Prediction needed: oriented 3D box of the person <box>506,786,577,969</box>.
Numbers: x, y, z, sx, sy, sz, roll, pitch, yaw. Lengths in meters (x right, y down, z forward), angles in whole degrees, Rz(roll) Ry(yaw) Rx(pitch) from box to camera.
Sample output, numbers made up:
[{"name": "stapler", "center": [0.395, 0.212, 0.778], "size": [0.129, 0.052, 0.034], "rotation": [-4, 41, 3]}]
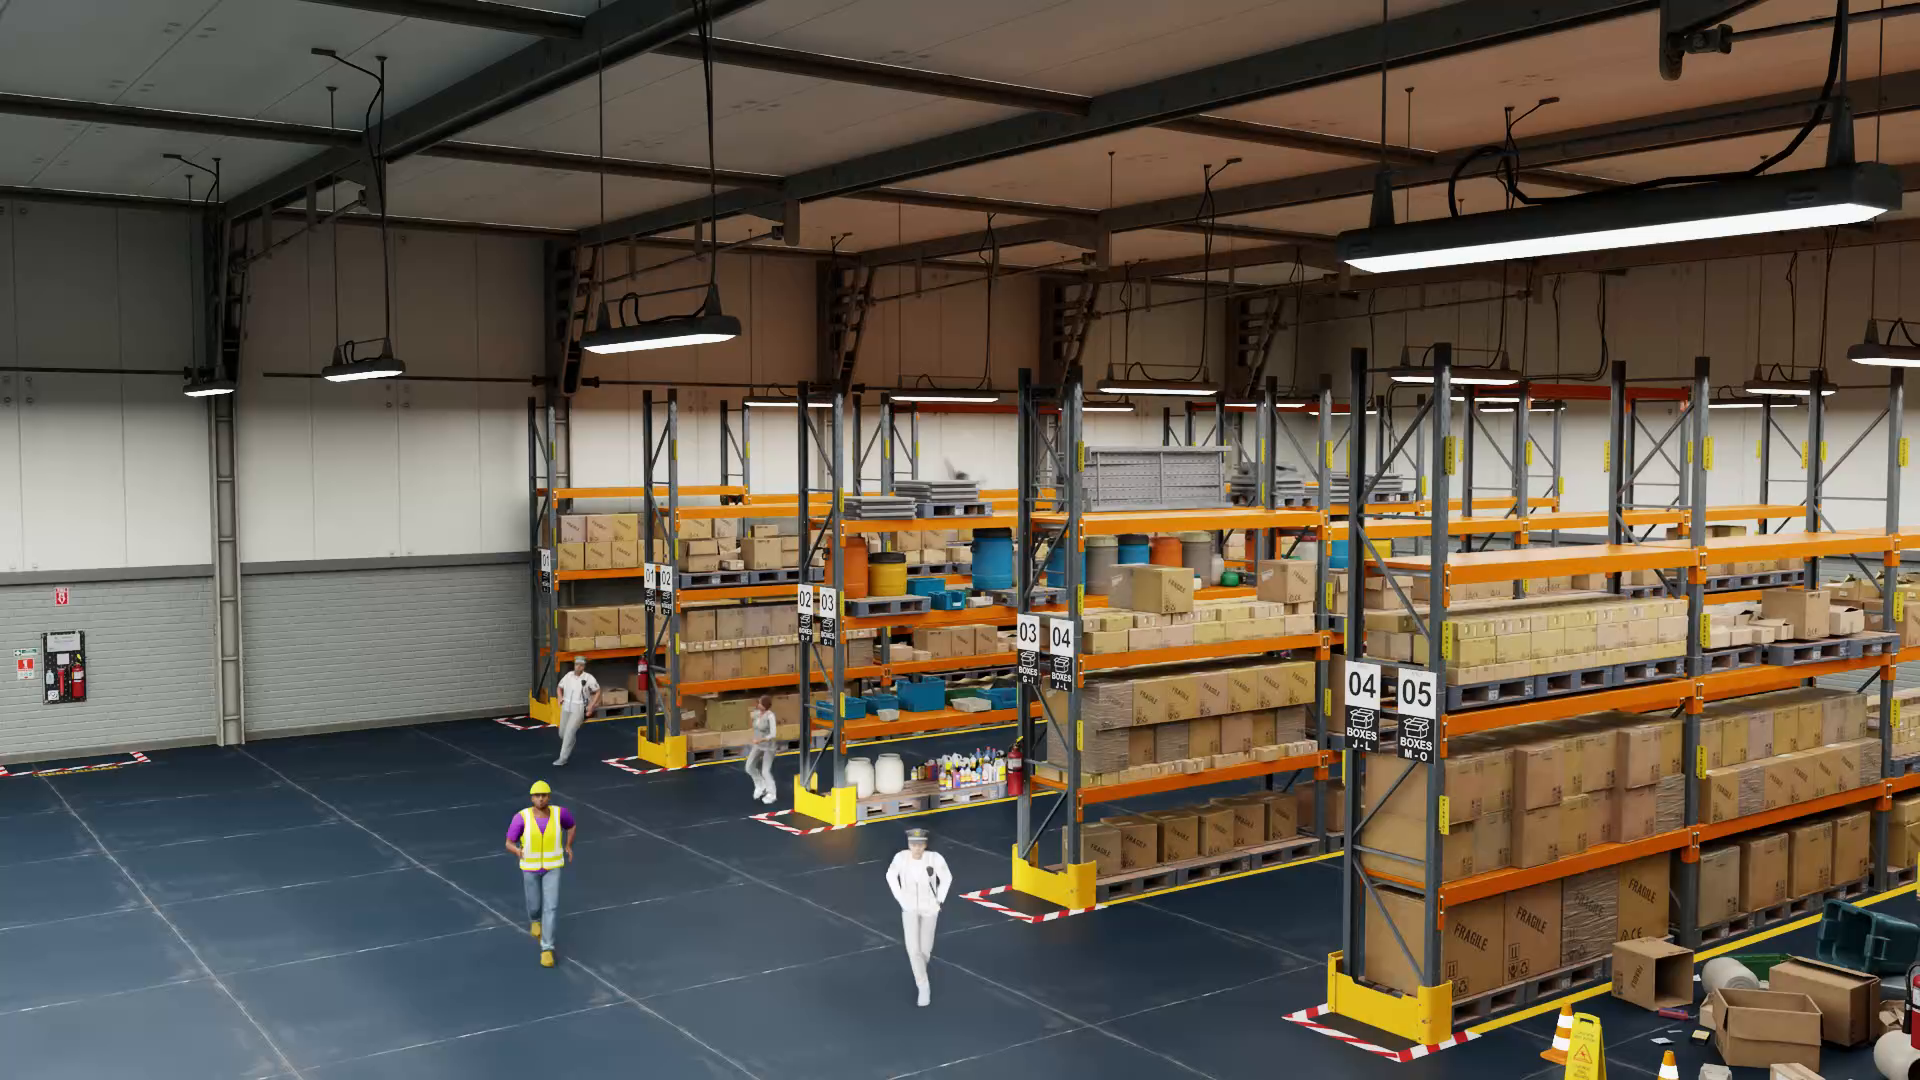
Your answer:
[{"name": "person", "center": [-4.167, 3.317, 16.591], "size": [0.699, 1.750, 0.838], "rotation": [-1, 4, -16]}]

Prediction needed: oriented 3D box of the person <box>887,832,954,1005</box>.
[{"name": "person", "center": [-0.368, 3.463, 15.415], "size": [0.608, 1.640, 0.668], "rotation": [0, 3, 6]}]

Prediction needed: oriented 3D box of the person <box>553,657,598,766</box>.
[{"name": "person", "center": [-6.180, 2.731, 26.715], "size": [0.707, 1.715, 0.684], "rotation": [0, 3, 7]}]

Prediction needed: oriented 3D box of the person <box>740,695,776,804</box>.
[{"name": "person", "center": [-2.859, 2.977, 23.702], "size": [0.521, 1.582, 0.702], "rotation": [3, 4, 38]}]
